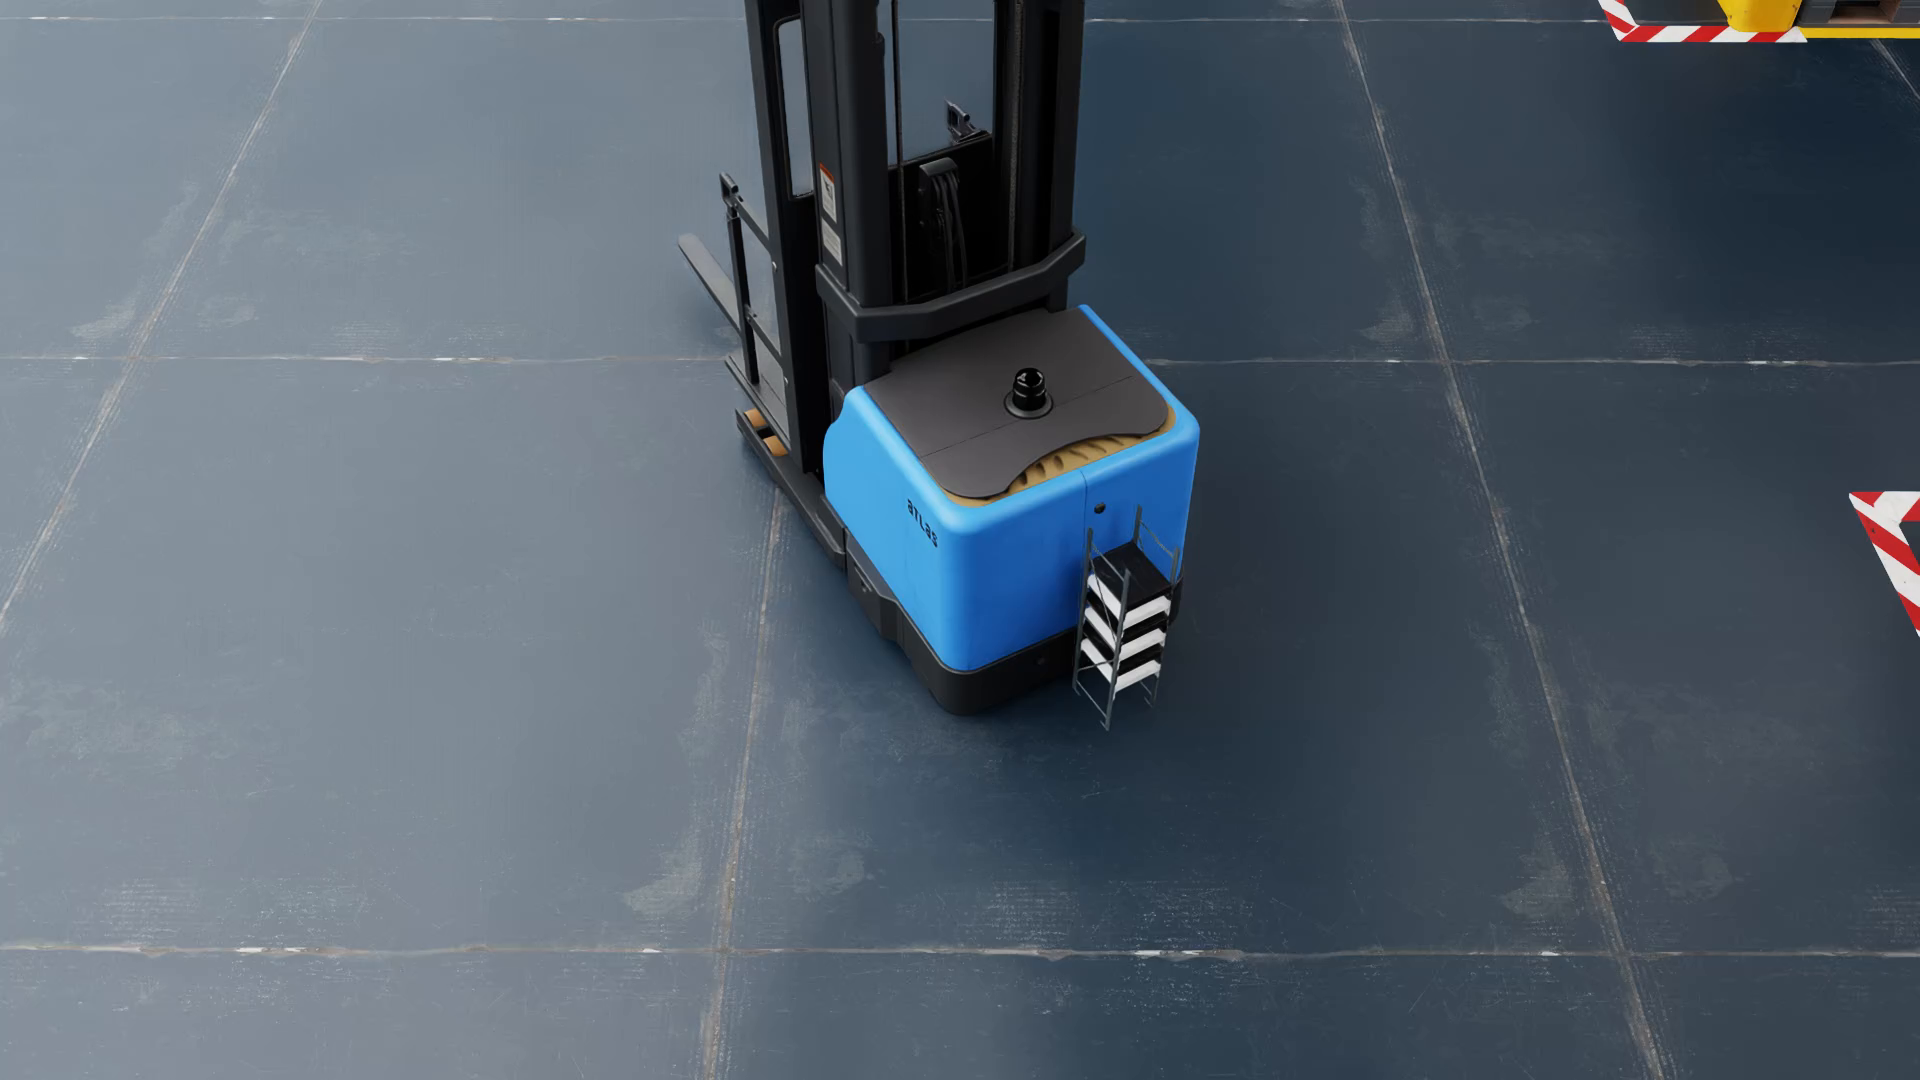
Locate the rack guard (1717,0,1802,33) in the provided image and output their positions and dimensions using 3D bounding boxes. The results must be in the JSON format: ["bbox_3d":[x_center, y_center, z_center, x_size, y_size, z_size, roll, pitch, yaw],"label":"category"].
[{"bbox_3d":[4.617,-3.512,9.758,0.348,0.500,1.175,0,47,0],"label":"rack guard"}]

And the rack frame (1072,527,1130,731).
[{"bbox_3d":[0.494,0.333,5.902,0.006,0.900,0.240,-24,53,-21],"label":"rack frame"}]

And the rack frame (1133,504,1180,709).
[{"bbox_3d":[0.668,0.256,5.974,0.006,0.900,0.240,-24,53,-21],"label":"rack frame"}]

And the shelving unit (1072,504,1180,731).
[{"bbox_3d":[0.581,0.294,5.938,0.210,0.900,0.258,-24,53,-21],"label":"shelving unit"}]

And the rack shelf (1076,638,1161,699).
[{"bbox_3d":[0.579,0.436,6.097,0.200,0.077,0.258,-24,53,-21],"label":"rack shelf"}]

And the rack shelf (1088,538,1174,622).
[{"bbox_3d":[0.584,0.136,5.761,0.200,0.077,0.258,-24,53,-21],"label":"rack shelf"}]

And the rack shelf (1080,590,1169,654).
[{"bbox_3d":[0.582,0.256,5.896,0.200,0.077,0.258,-24,53,-21],"label":"rack shelf"}]

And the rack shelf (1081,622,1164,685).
[{"bbox_3d":[0.580,0.376,6.030,0.200,0.077,0.258,-24,53,-21],"label":"rack shelf"}]

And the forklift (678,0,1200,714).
[{"bbox_3d":[-0.306,-1.433,6.162,1.130,2.935,3.031,-22,51,-19],"label":"forklift"}]

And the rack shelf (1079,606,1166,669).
[{"bbox_3d":[0.581,0.316,5.963,0.200,0.077,0.258,-24,53,-21],"label":"rack shelf"}]

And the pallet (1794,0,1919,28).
[{"bbox_3d":[5.429,-3.385,9.838,1.213,0.211,1.003,0,47,0],"label":"pallet"}]

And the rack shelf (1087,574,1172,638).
[{"bbox_3d":[0.583,0.196,5.828,0.200,0.077,0.258,-24,53,-21],"label":"rack shelf"}]
